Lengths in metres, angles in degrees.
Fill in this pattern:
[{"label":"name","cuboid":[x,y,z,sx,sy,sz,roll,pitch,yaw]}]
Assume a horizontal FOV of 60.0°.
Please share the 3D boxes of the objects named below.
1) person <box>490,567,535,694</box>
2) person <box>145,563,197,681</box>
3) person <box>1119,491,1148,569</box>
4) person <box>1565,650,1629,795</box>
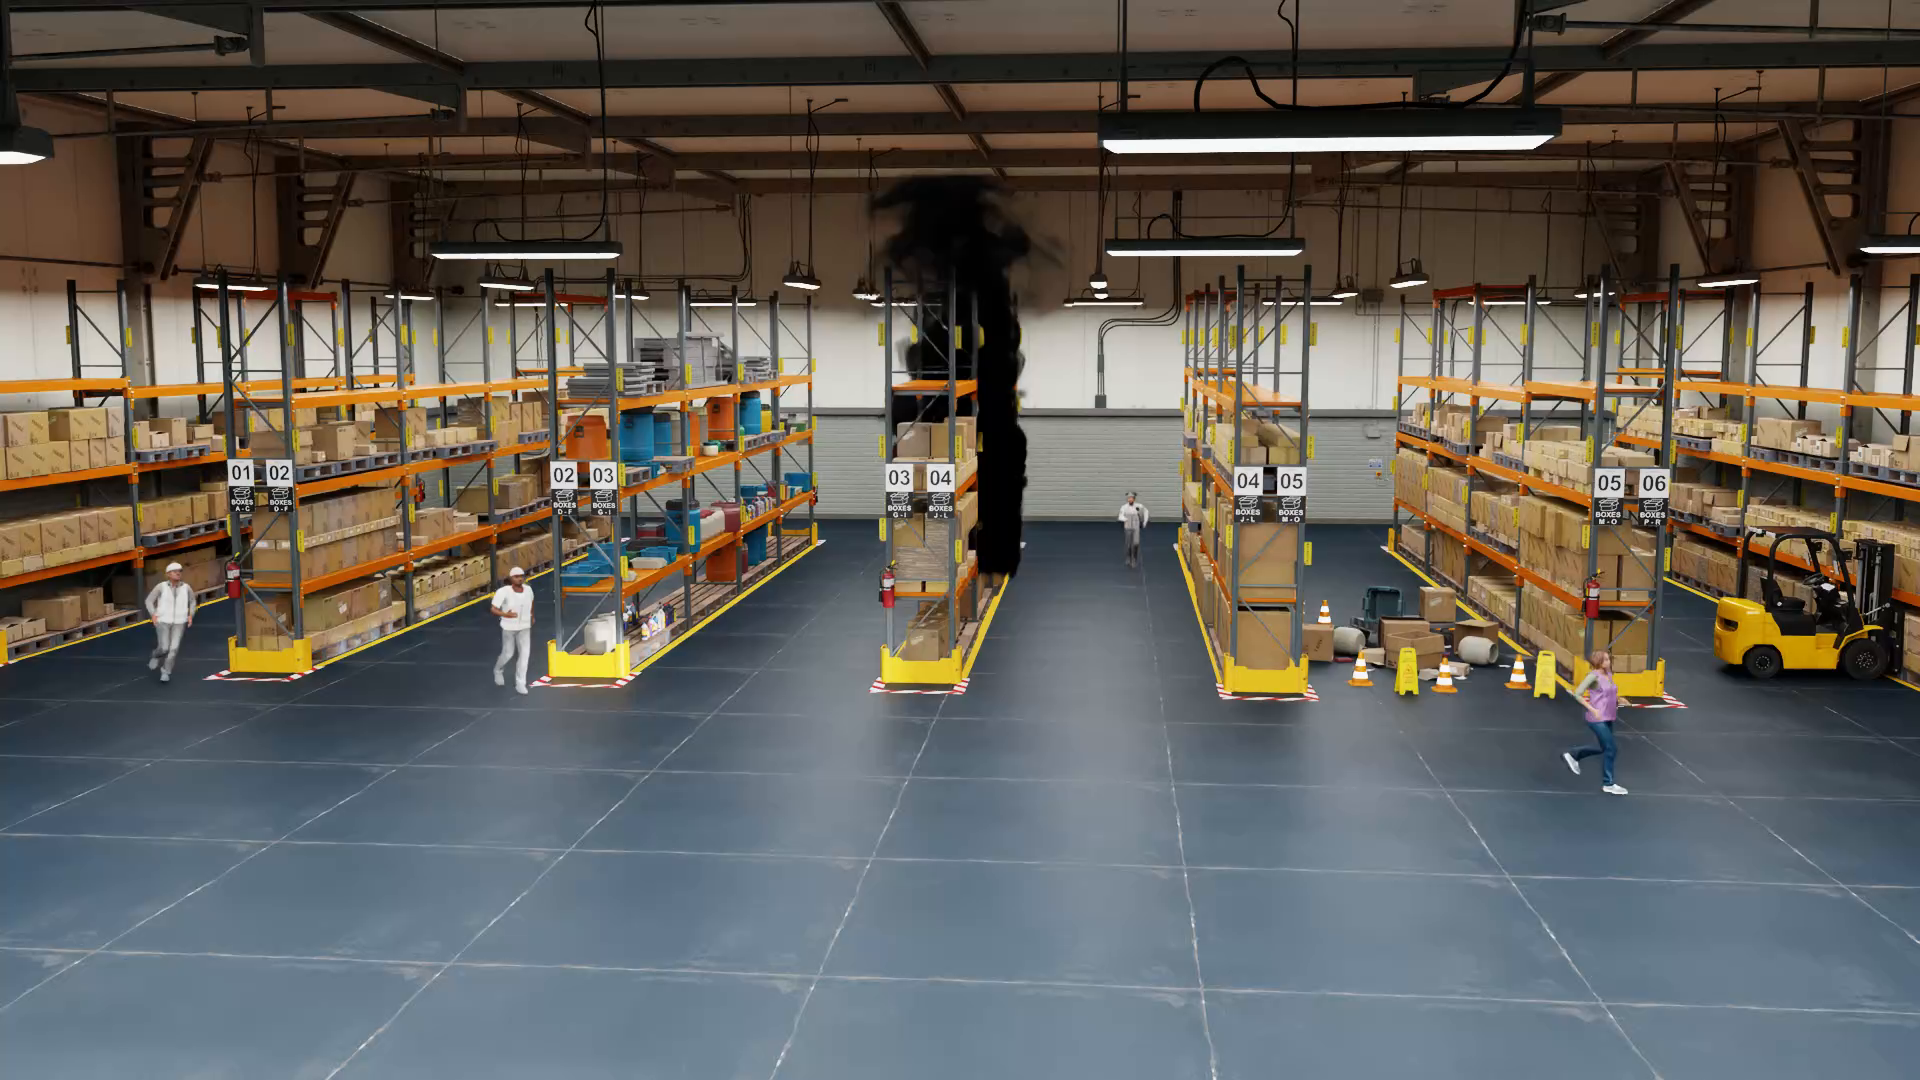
[{"label":"person","cuboid":[-6.311,1.254,23.615,0.713,1.760,0.929,-5,9,-36]},{"label":"person","cuboid":[-11.597,1.189,24.525,0.698,1.697,0.640,-5,9,-37]},{"label":"person","cuboid":[3.764,-0.227,36.163,0.619,1.693,0.833,1,7,10]},{"label":"person","cuboid":[7.065,1.990,18.449,0.548,1.567,0.791,-6,9,-41]}]
